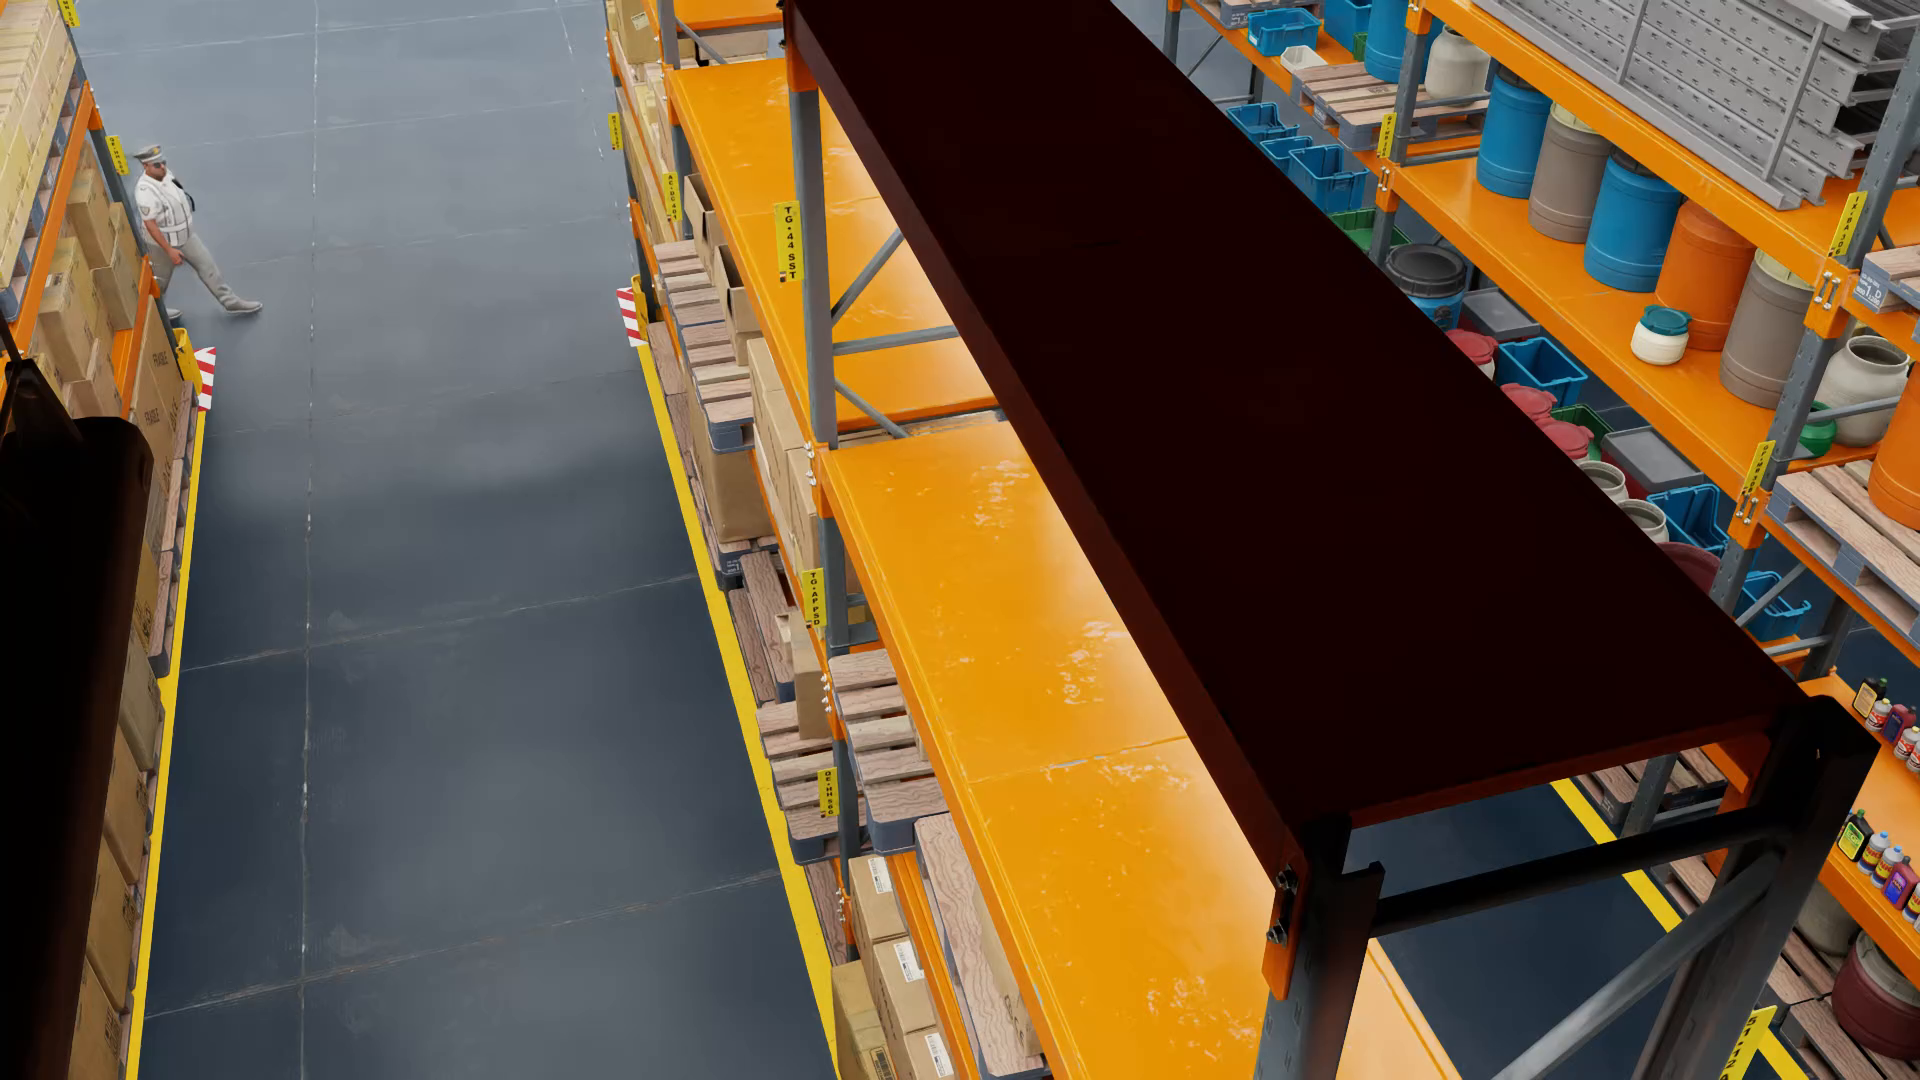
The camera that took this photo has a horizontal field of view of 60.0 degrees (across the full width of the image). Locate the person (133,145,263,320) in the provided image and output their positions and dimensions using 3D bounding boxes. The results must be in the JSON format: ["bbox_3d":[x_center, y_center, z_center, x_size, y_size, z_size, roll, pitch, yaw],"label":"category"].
[{"bbox_3d":[-7.003,-2.739,14.864,1.022,1.702,0.594,3,39,4],"label":"person"}]
